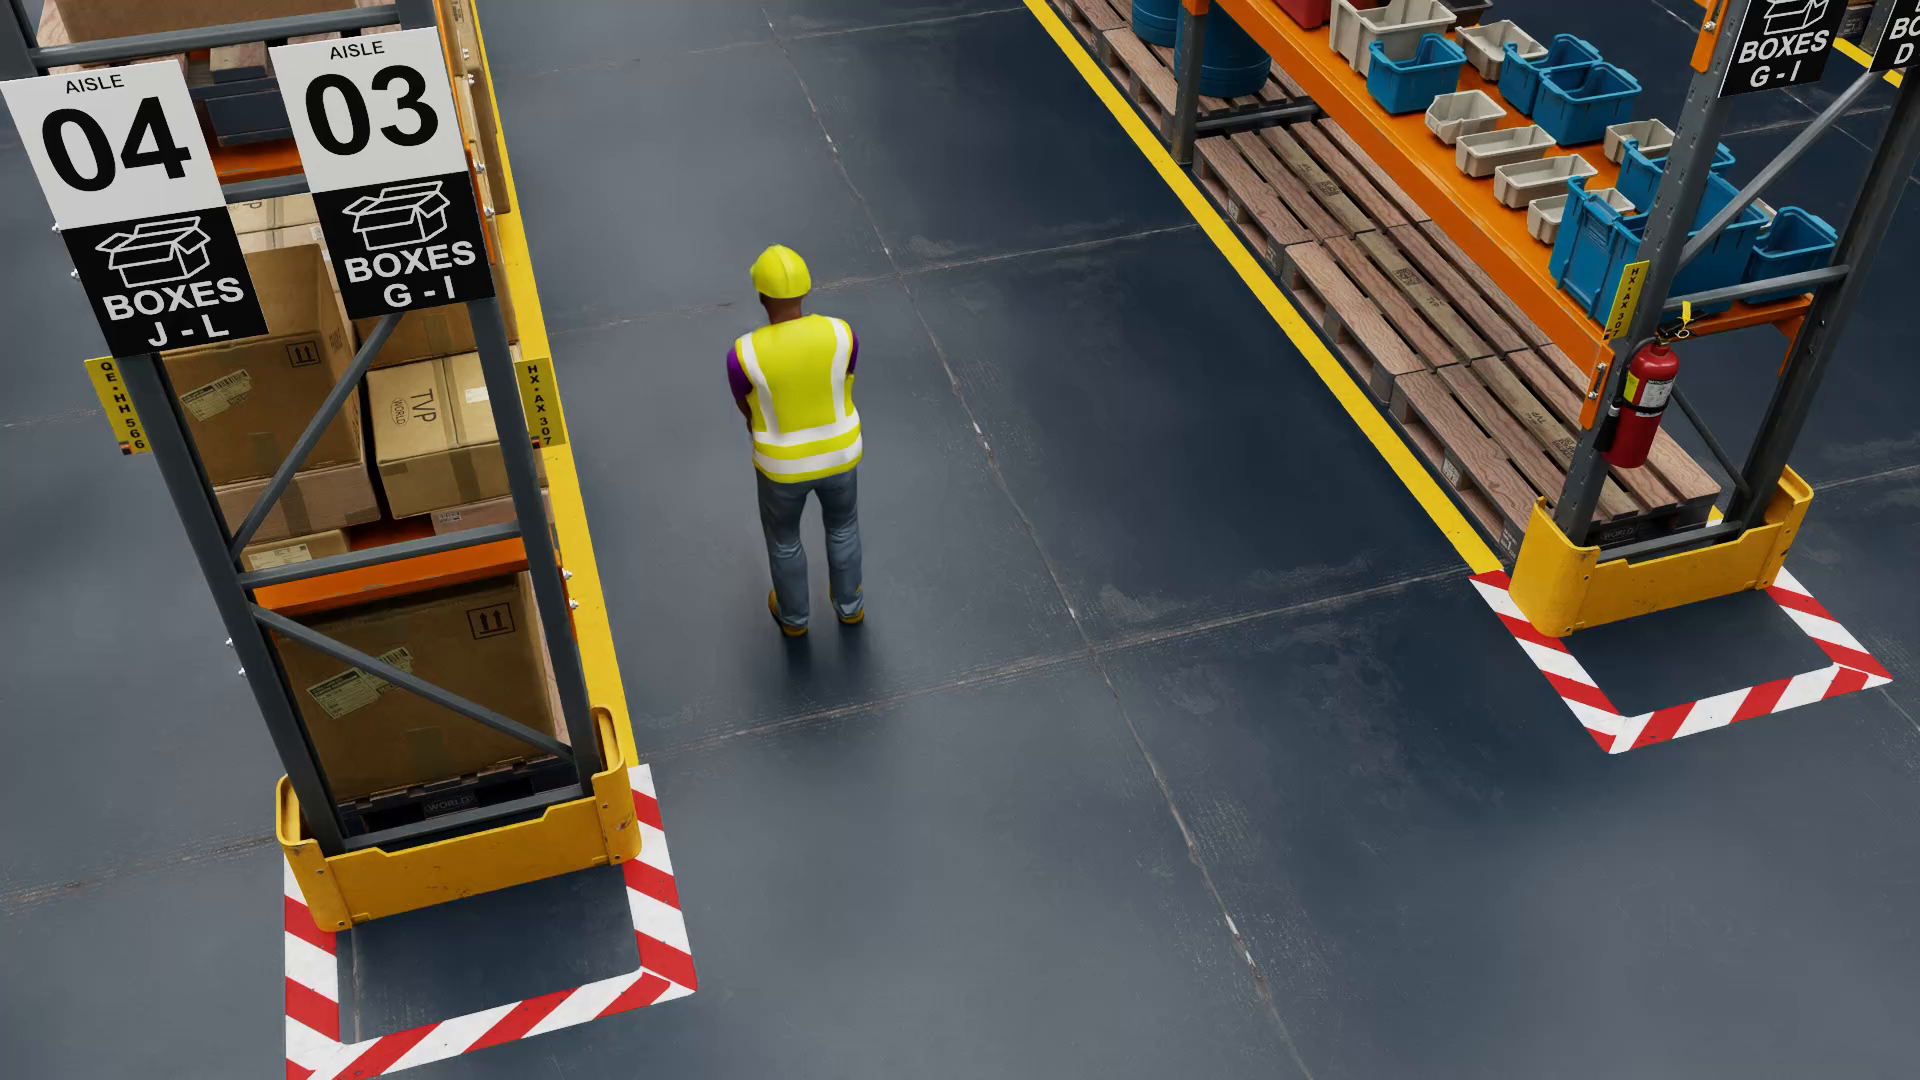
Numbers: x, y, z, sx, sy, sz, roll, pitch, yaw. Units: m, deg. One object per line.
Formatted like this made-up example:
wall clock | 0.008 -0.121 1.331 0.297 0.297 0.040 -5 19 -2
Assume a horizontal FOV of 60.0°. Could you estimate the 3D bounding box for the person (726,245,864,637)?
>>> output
person | -0.647 -0.396 6.593 0.505 1.750 0.583 -13 43 -14
